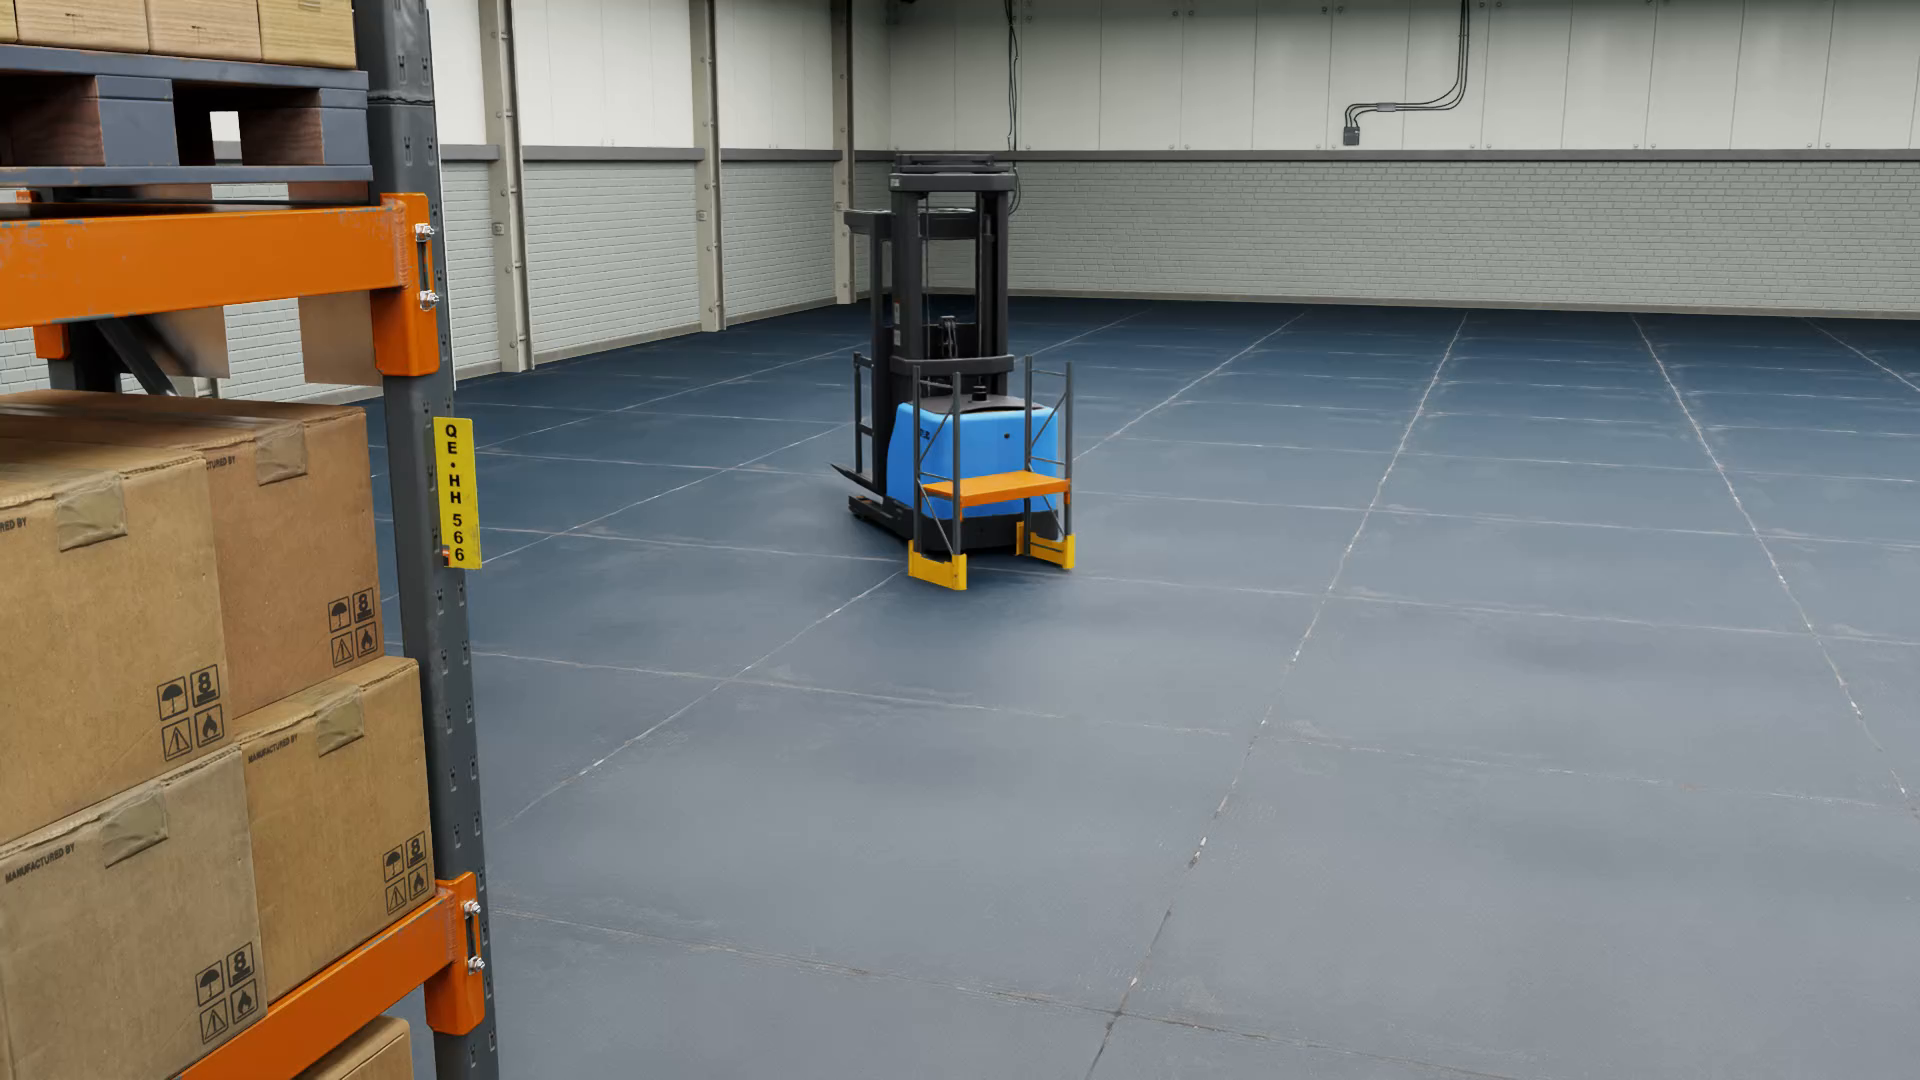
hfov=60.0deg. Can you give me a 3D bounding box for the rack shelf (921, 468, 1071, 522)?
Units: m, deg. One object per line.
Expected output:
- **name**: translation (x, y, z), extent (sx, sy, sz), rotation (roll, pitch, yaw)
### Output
- **rack shelf**: translation (0.240, -0.329, 11.866), extent (1.000, 0.185, 0.538), rotation (-10, 16, -37)

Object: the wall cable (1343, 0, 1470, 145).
- **wall cable**: translation (8.814, -10.808, 32.476), extent (2.305, 6.003, 0.169), rotation (4, 14, 18)

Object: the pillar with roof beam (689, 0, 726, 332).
- **pillar with roof beam**: translation (-0.236, -7.739, 26.671), extent (9.100, 9.000, 0.400), rotation (4, 14, 18)

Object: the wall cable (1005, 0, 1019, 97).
- **wall cable**: translation (2.396, -10.591, 34.794), extent (3.097, 2.526, 0.112), rotation (4, 14, 18)

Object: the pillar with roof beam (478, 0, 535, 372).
- **pillar with roof beam**: translation (-2.178, -6.475, 21.136), extent (9.100, 9.000, 0.400), rotation (4, 14, 18)

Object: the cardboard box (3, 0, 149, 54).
- **cardboard box**: translation (-1.534, -0.853, 2.637), extent (0.380, 0.149, 0.250), rotation (5, 14, 19)

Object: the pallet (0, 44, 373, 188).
- **pallet**: translation (-1.813, -0.723, 2.872), extent (1.003, 0.211, 1.213), rotation (4, 14, 18)

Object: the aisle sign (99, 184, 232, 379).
- **aisle sign**: translation (-1.844, -0.765, 3.755), extent (0.394, 0.787, 0.004), rotation (4, 14, 18)

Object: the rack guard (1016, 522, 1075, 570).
- **rack guard**: translation (0.626, 0.039, 12.257), extent (0.087, 0.250, 0.587), rotation (-10, 16, -37)

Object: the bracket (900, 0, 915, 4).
- **bracket**: translation (-1.132, -11.628, 35.620), extent (0.235, 0.232, 0.430), rotation (4, 14, 18)

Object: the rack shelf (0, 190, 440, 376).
- **rack shelf**: translation (-2.230, -0.151, 1.785), extent (1.077, 0.370, 4.000), rotation (4, 14, 18)

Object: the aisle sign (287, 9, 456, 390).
- **aisle sign**: translation (-1.276, -0.721, 3.565), extent (0.394, 0.787, 0.004), rotation (4, 14, 18)

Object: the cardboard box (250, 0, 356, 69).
- **cardboard box**: translation (-1.370, -0.960, 3.107), extent (0.380, 0.149, 0.250), rotation (4, 14, 18)

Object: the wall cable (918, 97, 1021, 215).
- **wall cable**: translation (-0.164, -8.323, 36.210), extent (3.097, 2.526, 0.112), rotation (4, 14, 18)

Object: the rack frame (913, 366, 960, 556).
- **rack frame**: translation (-0.163, -0.435, 11.523), extent (0.032, 1.500, 0.500), rotation (-10, 16, -37)

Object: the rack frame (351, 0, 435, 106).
- **rack frame**: translation (-1.583, -2.385, 3.216), extent (1.000, 3.000, 0.127), rotation (4, 14, 18)

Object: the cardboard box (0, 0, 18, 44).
- **cardboard box**: translation (-1.617, -0.799, 2.404), extent (0.380, 0.149, 0.250), rotation (4, 14, 19)

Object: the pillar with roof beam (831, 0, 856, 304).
- **pillar with roof beam**: translation (1.705, -9.002, 32.206), extent (9.100, 9.000, 0.548), rotation (4, 14, 18)

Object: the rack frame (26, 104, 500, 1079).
- **rack frame**: translation (-1.583, 0.539, 3.884), extent (1.000, 3.000, 0.127), rotation (4, 14, 18)

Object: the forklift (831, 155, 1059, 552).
- **forklift**: translation (-0.280, -1.623, 13.512), extent (1.130, 2.935, 3.031), rotation (-5, 14, -22)

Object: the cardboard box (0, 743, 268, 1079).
- **cardboard box**: translation (-1.817, 0.665, 2.996), extent (0.875, 0.550, 0.550), rotation (4, 14, 18)

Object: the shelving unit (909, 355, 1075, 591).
- **shelving unit**: translation (0.232, -0.503, 11.821), extent (1.083, 1.500, 0.587), rotation (-10, 16, -37)

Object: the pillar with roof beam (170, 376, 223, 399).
- **pillar with roof beam**: translation (-4.119, -5.212, 15.601), extent (9.100, 9.000, 0.400), rotation (4, 14, 18)

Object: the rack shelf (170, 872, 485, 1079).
- **rack shelf**: translation (-2.230, 1.311, 2.119), extent (1.077, 0.370, 4.000), rotation (4, 14, 18)

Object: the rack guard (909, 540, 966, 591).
- **rack guard**: translation (-0.162, 0.174, 11.663), extent (0.087, 0.250, 0.587), rotation (-10, 16, -37)

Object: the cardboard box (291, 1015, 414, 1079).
- **cardboard box**: translation (-1.740, 1.518, 3.427), extent (0.875, 0.875, 0.875), rotation (4, 14, 19)

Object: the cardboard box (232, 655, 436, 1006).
- **cardboard box**: translation (-1.660, 0.548, 3.511), extent (0.875, 0.550, 0.550), rotation (4, 14, 18)

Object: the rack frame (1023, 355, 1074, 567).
- **rack frame**: translation (0.642, -0.573, 12.130), extent (0.032, 1.500, 0.500), rotation (-10, 16, -37)

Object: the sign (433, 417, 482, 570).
- **sign**: translation (-1.074, -0.099, 3.545), extent (0.100, 0.325, 0.005), rotation (4, 14, 18)

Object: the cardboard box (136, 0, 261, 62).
- **cardboard box**: translation (-1.452, -0.907, 2.874), extent (0.380, 0.149, 0.250), rotation (4, 14, 19)

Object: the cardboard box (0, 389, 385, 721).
- **cardboard box**: translation (-1.739, 0.015, 3.417), extent (0.875, 0.550, 0.550), rotation (4, 14, 18)

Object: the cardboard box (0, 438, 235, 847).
- **cardboard box**: translation (-1.830, 0.138, 2.881), extent (0.875, 0.550, 0.550), rotation (4, 14, 18)
